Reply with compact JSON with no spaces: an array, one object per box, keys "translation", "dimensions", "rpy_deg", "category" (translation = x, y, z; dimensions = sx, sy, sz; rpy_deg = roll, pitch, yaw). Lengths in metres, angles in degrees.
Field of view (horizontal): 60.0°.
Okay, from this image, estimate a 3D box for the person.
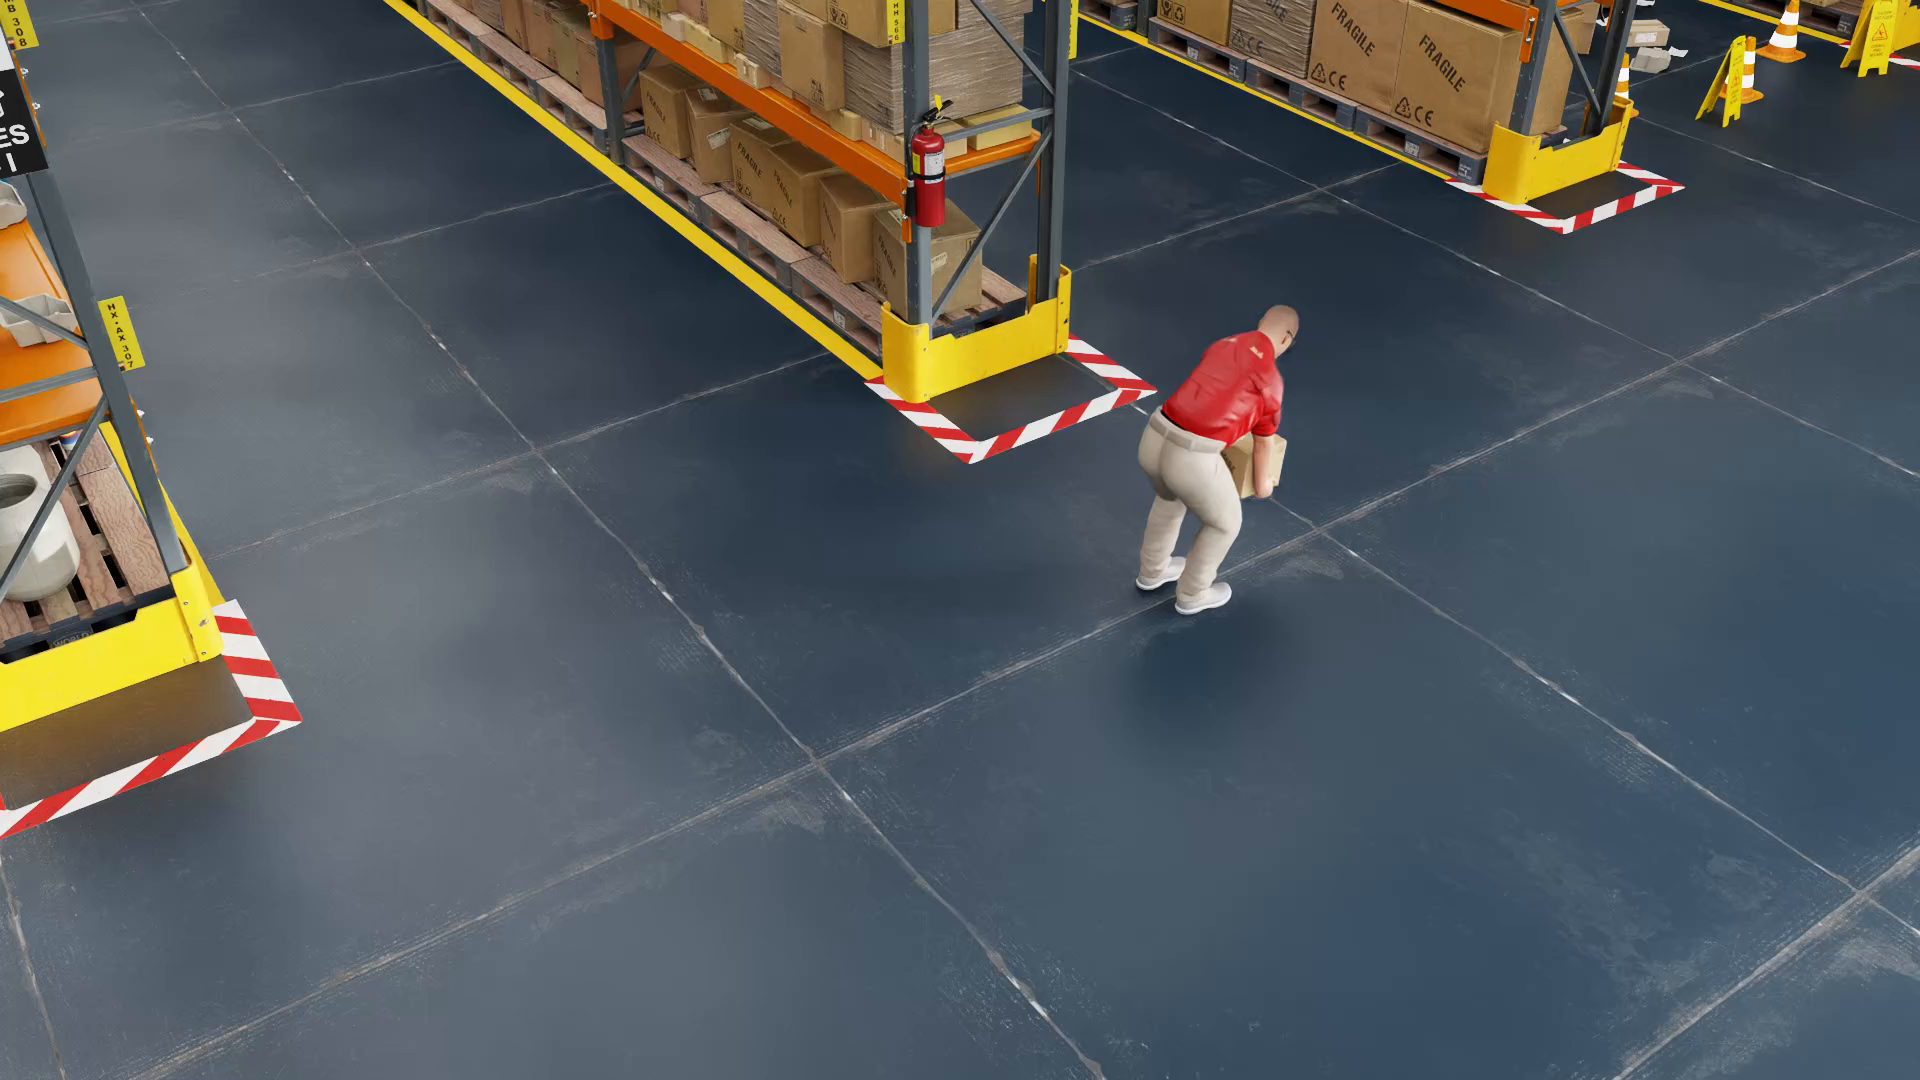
[{"translation":[1.212,-0.371,7.797],"dimensions":[0.843,1.414,0.478],"rpy_deg":[-24,42,-29],"category":"person"}]
